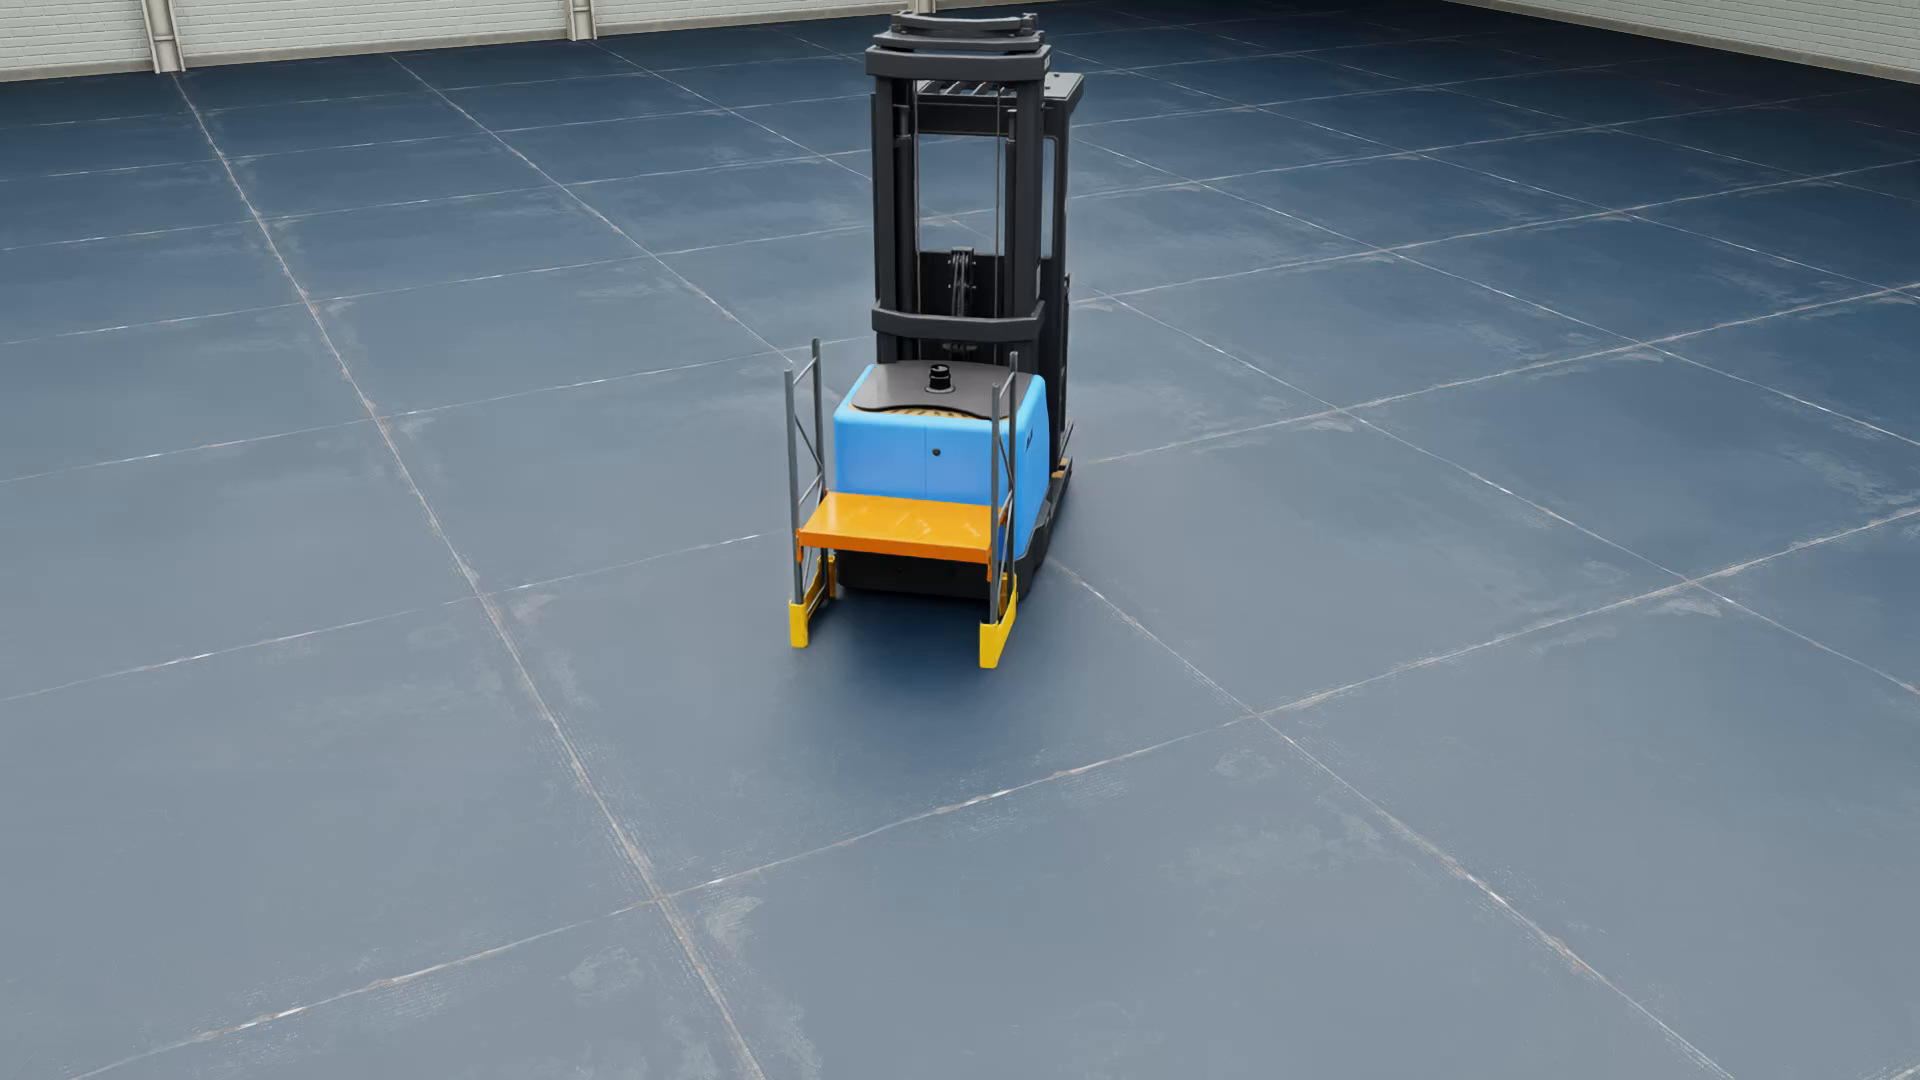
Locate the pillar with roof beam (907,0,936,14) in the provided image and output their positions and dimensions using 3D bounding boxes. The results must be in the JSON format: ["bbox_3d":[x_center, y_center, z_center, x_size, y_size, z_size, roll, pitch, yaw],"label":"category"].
[{"bbox_3d":[1.362,-11.544,23.397,0.400,9.000,9.100,-13,29,-25],"label":"pillar with roof beam"}]

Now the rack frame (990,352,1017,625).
[{"bbox_3d":[0.217,-0.148,8.325,0.032,1.500,0.500,5,26,11],"label":"rack frame"}]

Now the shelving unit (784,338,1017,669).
[{"bbox_3d":[-0.289,-0.196,8.424,1.083,1.500,0.587,5,26,11],"label":"shelving unit"}]

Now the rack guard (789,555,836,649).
[{"bbox_3d":[-0.775,0.321,8.791,0.087,0.250,0.587,5,26,11],"label":"rack guard"}]

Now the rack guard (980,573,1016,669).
[{"bbox_3d":[0.198,0.412,8.600,0.087,0.250,0.587,5,26,11],"label":"rack guard"}]

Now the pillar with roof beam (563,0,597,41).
[{"bbox_3d":[-3.933,-10.322,20.852,0.400,9.000,9.100,-13,29,-25],"label":"pillar with roof beam"}]

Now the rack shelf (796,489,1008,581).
[{"bbox_3d":[-0.280,-0.033,8.500,1.000,0.185,0.538,5,26,11],"label":"rack shelf"}]

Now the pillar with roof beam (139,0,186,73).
[{"bbox_3d":[-9.227,-9.100,18.307,0.400,9.000,9.100,-13,29,-25],"label":"pillar with roof beam"}]

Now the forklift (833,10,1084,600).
[{"bbox_3d":[0.099,-1.607,9.711,1.130,2.935,3.031,5,26,10],"label":"forklift"}]

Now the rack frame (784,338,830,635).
[{"bbox_3d":[-0.777,-0.242,8.520,0.032,1.500,0.500,5,26,11],"label":"rack frame"}]
